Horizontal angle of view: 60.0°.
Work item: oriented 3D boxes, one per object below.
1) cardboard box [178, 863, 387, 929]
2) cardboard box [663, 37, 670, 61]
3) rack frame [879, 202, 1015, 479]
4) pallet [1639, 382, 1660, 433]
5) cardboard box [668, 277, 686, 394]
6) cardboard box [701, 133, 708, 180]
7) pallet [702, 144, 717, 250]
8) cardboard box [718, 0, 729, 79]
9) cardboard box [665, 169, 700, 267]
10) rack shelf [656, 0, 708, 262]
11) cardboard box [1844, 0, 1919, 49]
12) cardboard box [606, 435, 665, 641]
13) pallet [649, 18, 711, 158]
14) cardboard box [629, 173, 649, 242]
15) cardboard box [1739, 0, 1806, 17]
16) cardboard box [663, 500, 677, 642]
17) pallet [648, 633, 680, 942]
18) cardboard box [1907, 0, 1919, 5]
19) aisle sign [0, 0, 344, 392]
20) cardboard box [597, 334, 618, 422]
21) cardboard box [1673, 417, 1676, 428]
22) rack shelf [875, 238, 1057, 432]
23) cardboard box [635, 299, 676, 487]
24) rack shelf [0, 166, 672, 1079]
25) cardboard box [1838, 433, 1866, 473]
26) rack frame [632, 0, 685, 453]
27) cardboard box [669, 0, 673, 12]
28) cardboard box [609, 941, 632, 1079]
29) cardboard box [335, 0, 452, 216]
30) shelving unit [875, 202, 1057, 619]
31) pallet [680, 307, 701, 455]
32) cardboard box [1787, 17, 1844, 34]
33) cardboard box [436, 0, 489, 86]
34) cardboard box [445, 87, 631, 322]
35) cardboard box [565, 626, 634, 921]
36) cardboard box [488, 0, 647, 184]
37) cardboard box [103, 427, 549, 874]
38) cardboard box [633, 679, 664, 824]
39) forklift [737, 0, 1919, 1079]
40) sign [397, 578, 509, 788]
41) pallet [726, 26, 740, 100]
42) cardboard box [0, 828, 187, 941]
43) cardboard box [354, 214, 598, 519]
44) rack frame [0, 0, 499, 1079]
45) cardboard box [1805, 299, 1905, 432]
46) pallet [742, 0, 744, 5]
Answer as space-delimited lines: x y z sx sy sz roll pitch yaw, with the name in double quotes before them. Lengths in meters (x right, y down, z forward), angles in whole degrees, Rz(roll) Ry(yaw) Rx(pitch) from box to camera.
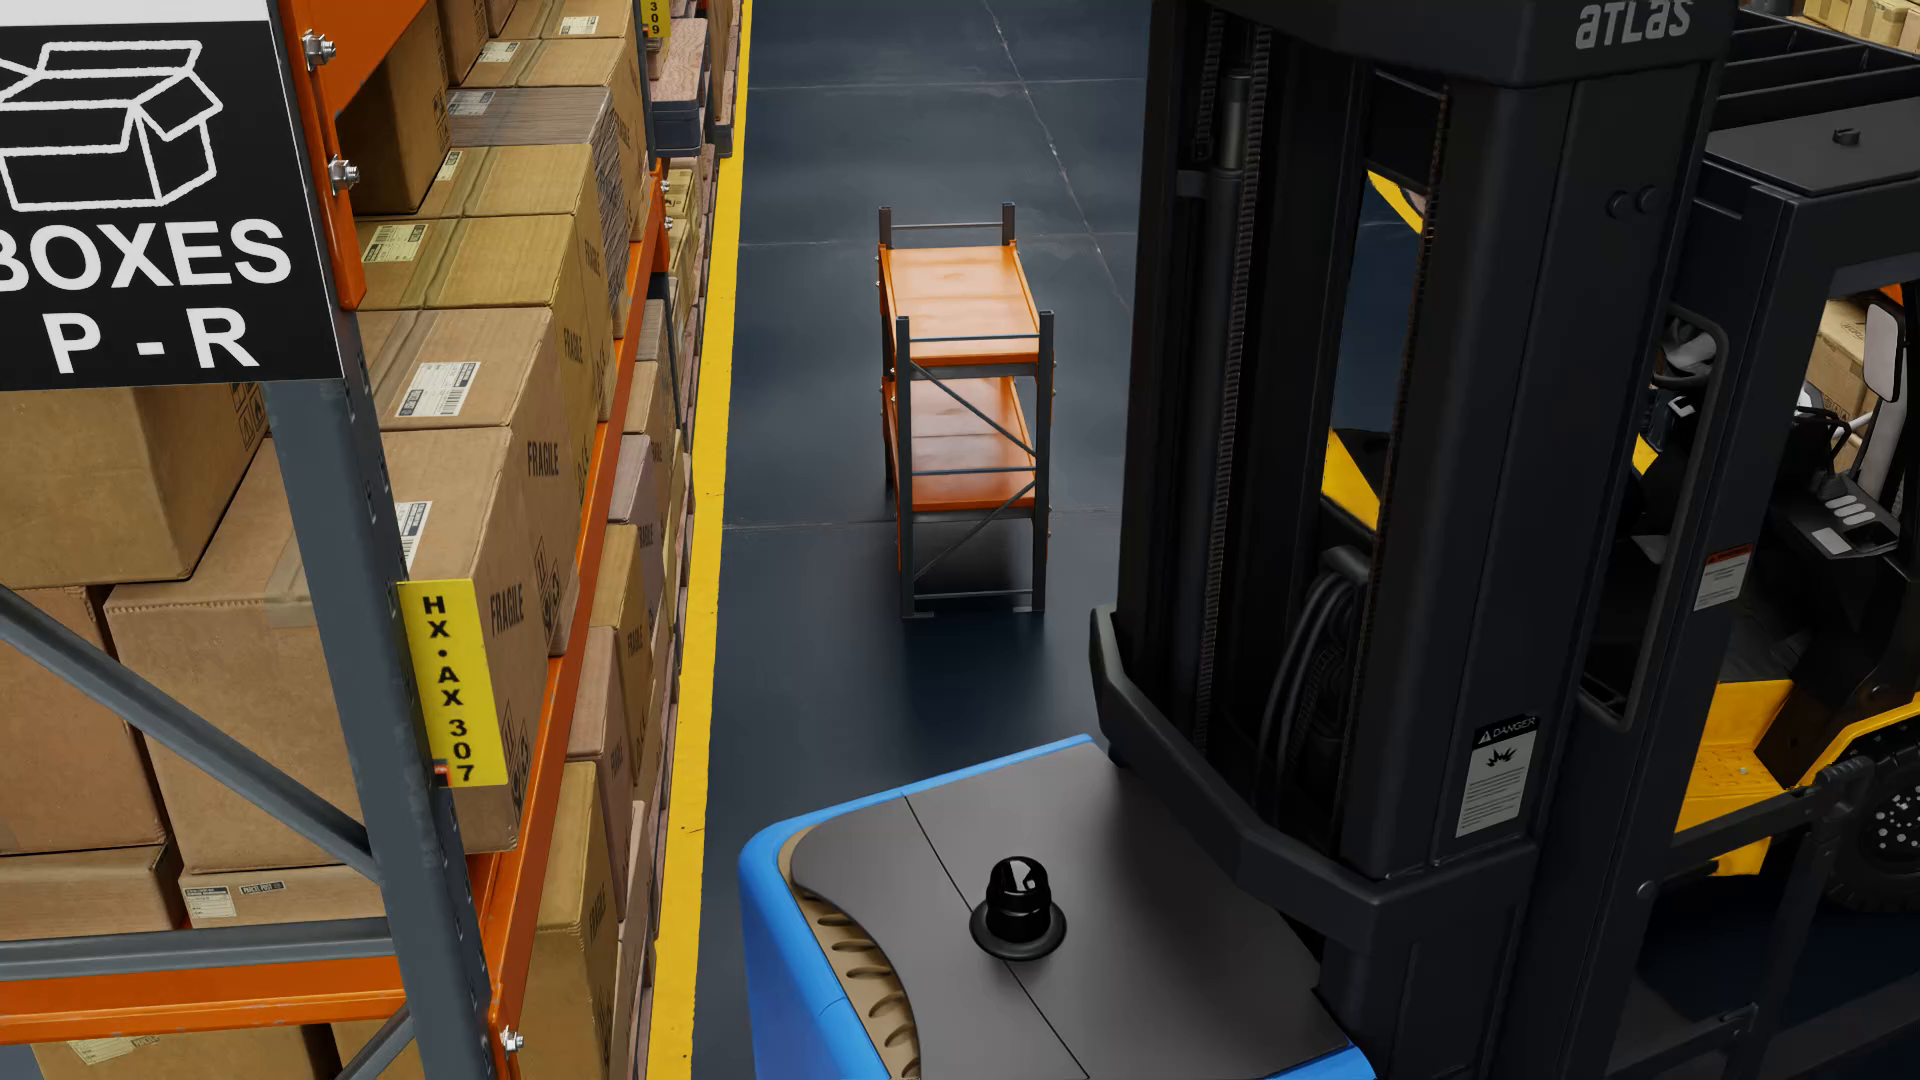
"cardboard box" -1.026 0.513 2.710 0.380 0.149 0.250 -3 31 -4
"cardboard box" -1.325 -1.951 6.426 0.380 0.149 0.250 -2 31 -4
"rack frame" -0.048 -0.746 6.402 0.500 1.125 0.032 -3 31 -5
"pallet" 3.260 -0.870 7.501 1.003 0.211 1.213 -3 31 -5
"cardboard box" -1.625 -0.773 6.772 0.950 0.372 0.625 -2 31 -4
"cardboard box" -1.905 -2.259 9.259 0.950 0.372 0.625 -5 31 -8
"pallet" -1.876 -1.899 9.224 1.003 0.211 1.213 -3 31 -5
"cardboard box" -2.009 -3.576 10.974 0.875 0.875 0.875 -2 31 -4
"cardboard box" -1.763 -1.495 7.981 0.950 0.372 0.625 -2 31 -3
"rack shelf" -1.761 -2.165 7.652 1.077 0.370 4.000 -3 31 -5
"cardboard box" 3.161 -1.707 5.452 0.380 0.149 0.250 -2 31 -3
"cardboard box" -1.153 0.034 4.808 0.500 0.500 0.500 -1 31 -2
"pallet" -1.500 -1.768 6.472 1.003 0.211 1.213 -3 31 -5
"cardboard box" -1.210 -1.069 5.359 0.380 0.149 0.250 -2 31 -3
"cardboard box" 3.067 -2.082 6.469 0.500 0.250 0.500 -3 31 -6
"cardboard box" -1.191 0.107 5.417 0.500 0.250 0.500 -4 31 -6
"pallet" -1.359 0.709 4.856 1.003 0.211 1.213 -3 31 -5
"cardboard box" 3.234 -1.837 5.380 0.380 0.149 0.250 -2 31 -4
"aisle sign" -0.886 -0.510 1.644 0.394 0.787 0.004 -3 31 -5
"cardboard box" -1.088 -0.416 4.266 0.380 0.149 0.250 -2 31 -4
"cardboard box" 3.083 -0.430 6.317 0.500 0.250 0.500 -2 31 -4
"rack shelf" -0.001 -0.738 5.817 0.538 0.278 1.000 -3 31 -5
"cardboard box" -1.251 -0.486 5.679 0.500 0.500 0.500 -3 31 -5
"rack shelf" -1.387 -0.123 4.233 1.077 0.370 4.000 -3 31 -5
"cardboard box" 3.190 -0.131 5.329 0.500 0.250 0.500 -3 31 -5
"rack frame" -1.574 -1.453 5.758 1.000 3.000 0.127 -3 31 -5
"cardboard box" -1.379 -2.313 6.400 0.500 0.500 0.500 -3 31 -4
"cardboard box" -1.000 1.164 3.648 0.500 0.250 0.500 -3 31 -5
"cardboard box" -1.563 -1.037 3.698 0.700 0.500 0.500 -3 31 -5
"shelving unit" -0.001 -0.486 5.967 0.538 1.125 1.048 -3 31 -5
"pallet" -1.648 -0.654 7.138 1.003 0.211 1.213 -3 31 -5
"cardboard box" 3.149 -1.497 5.733 0.500 0.500 0.500 -4 31 -6
"cardboard box" -1.723 -1.556 4.568 0.700 0.500 0.500 -3 31 -4
"cardboard box" -1.177 -0.882 4.414 0.500 0.500 0.500 -2 31 -3
"cardboard box" -1.056 0.563 3.922 0.500 0.500 0.500 -4 31 -6
"cardboard box" -1.285 -1.409 5.296 0.500 0.500 0.500 -4 31 -6
"cardboard box" -0.968 0.163 2.664 0.500 0.500 0.500 -3 31 -5
"cardboard box" -1.104 0.625 4.550 0.500 0.250 0.500 -1 31 -1
"forklift" 1.116 0.135 3.166 3.031 2.935 1.130 -13 33 -21
"sign" -0.660 0.191 2.160 0.100 0.325 0.005 -3 31 -5
"pallet" -2.057 -3.326 11.612 1.003 0.211 1.213 -3 31 -5
"cardboard box" -1.448 0.516 2.706 0.380 0.149 0.250 -2 31 -3
"cardboard box" -1.069 -0.361 3.542 0.500 0.500 0.500 -3 31 -6
"rack frame" -1.197 0.589 2.339 0.949 2.616 0.053 -3 31 -5
"cardboard box" 3.138 -0.598 5.624 0.500 0.250 0.500 -3 31 -5
"pallet" -2.314 -4.732 13.967 1.003 0.211 1.213 -3 31 -5
